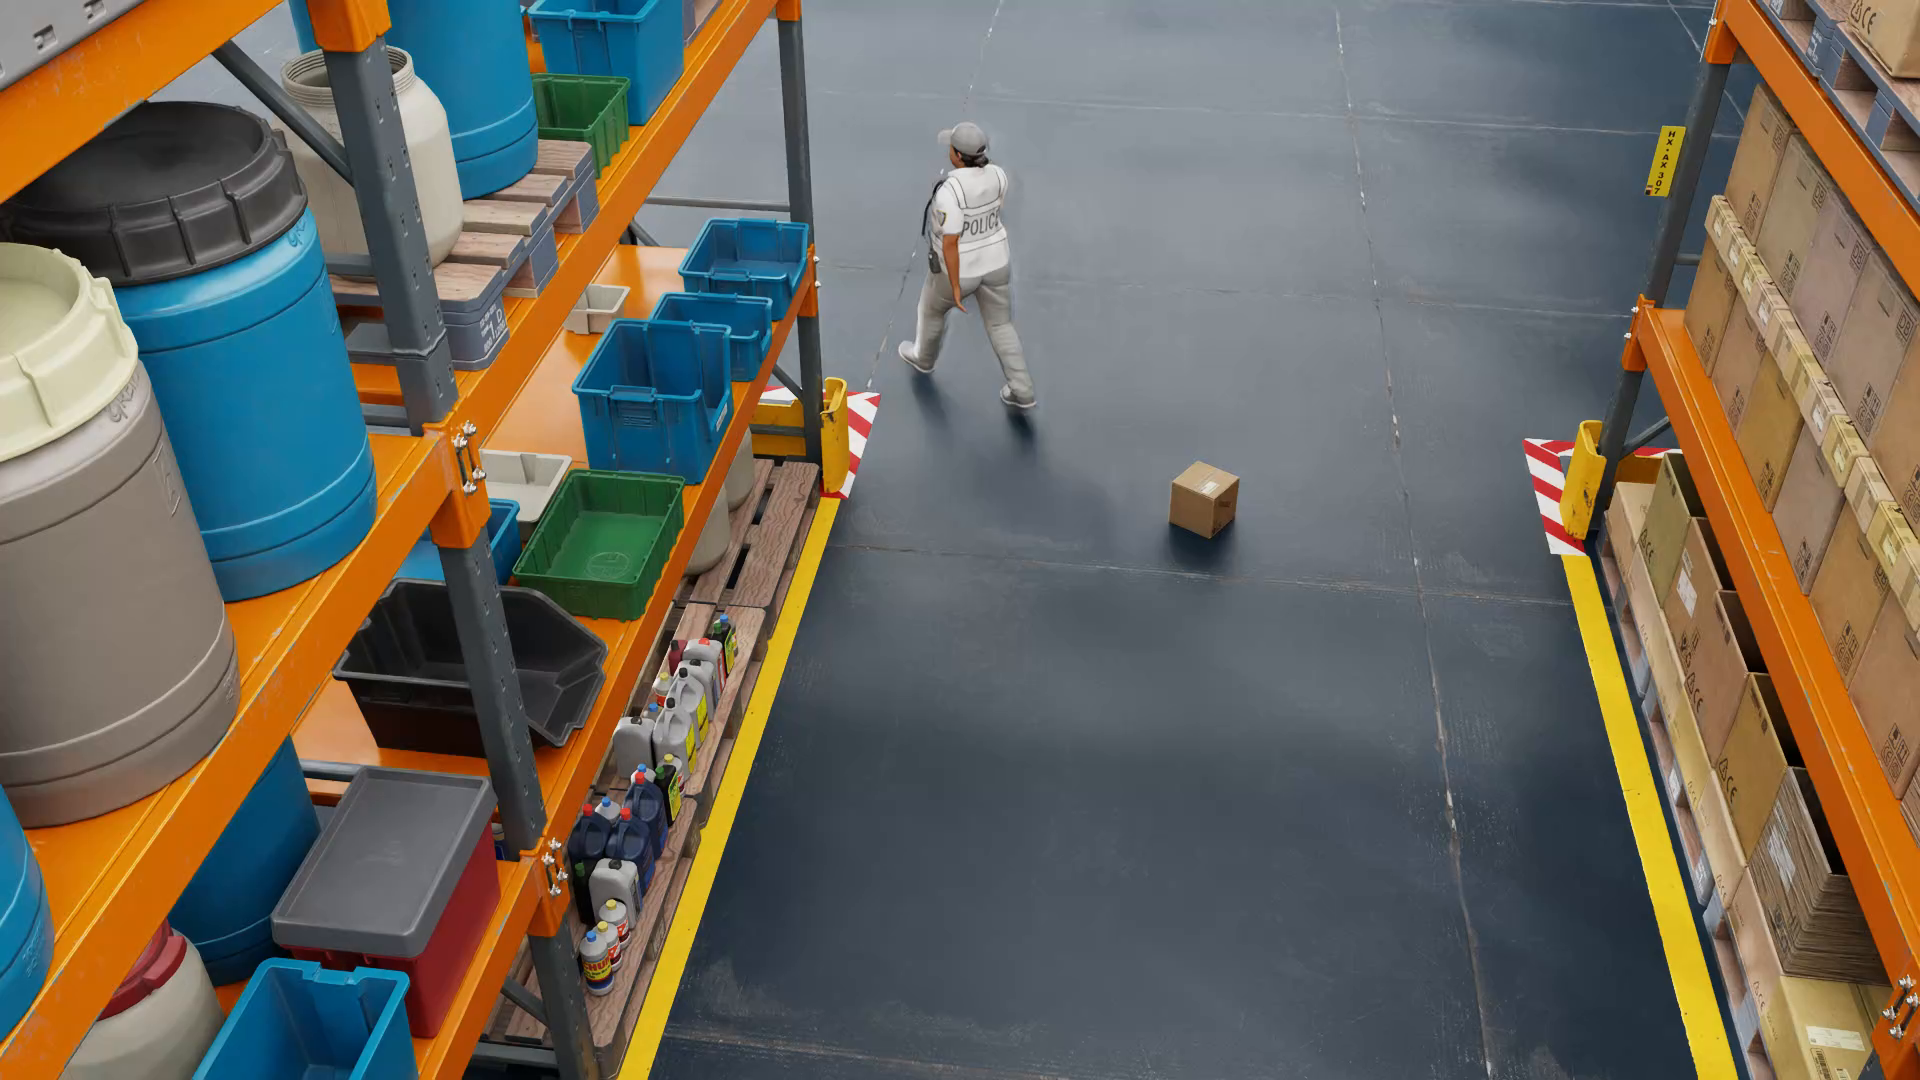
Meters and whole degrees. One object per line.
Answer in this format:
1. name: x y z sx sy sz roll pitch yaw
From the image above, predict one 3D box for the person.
1. person: 0.034 -1.533 9.121 0.469 1.604 1.044 -20 41 -25
